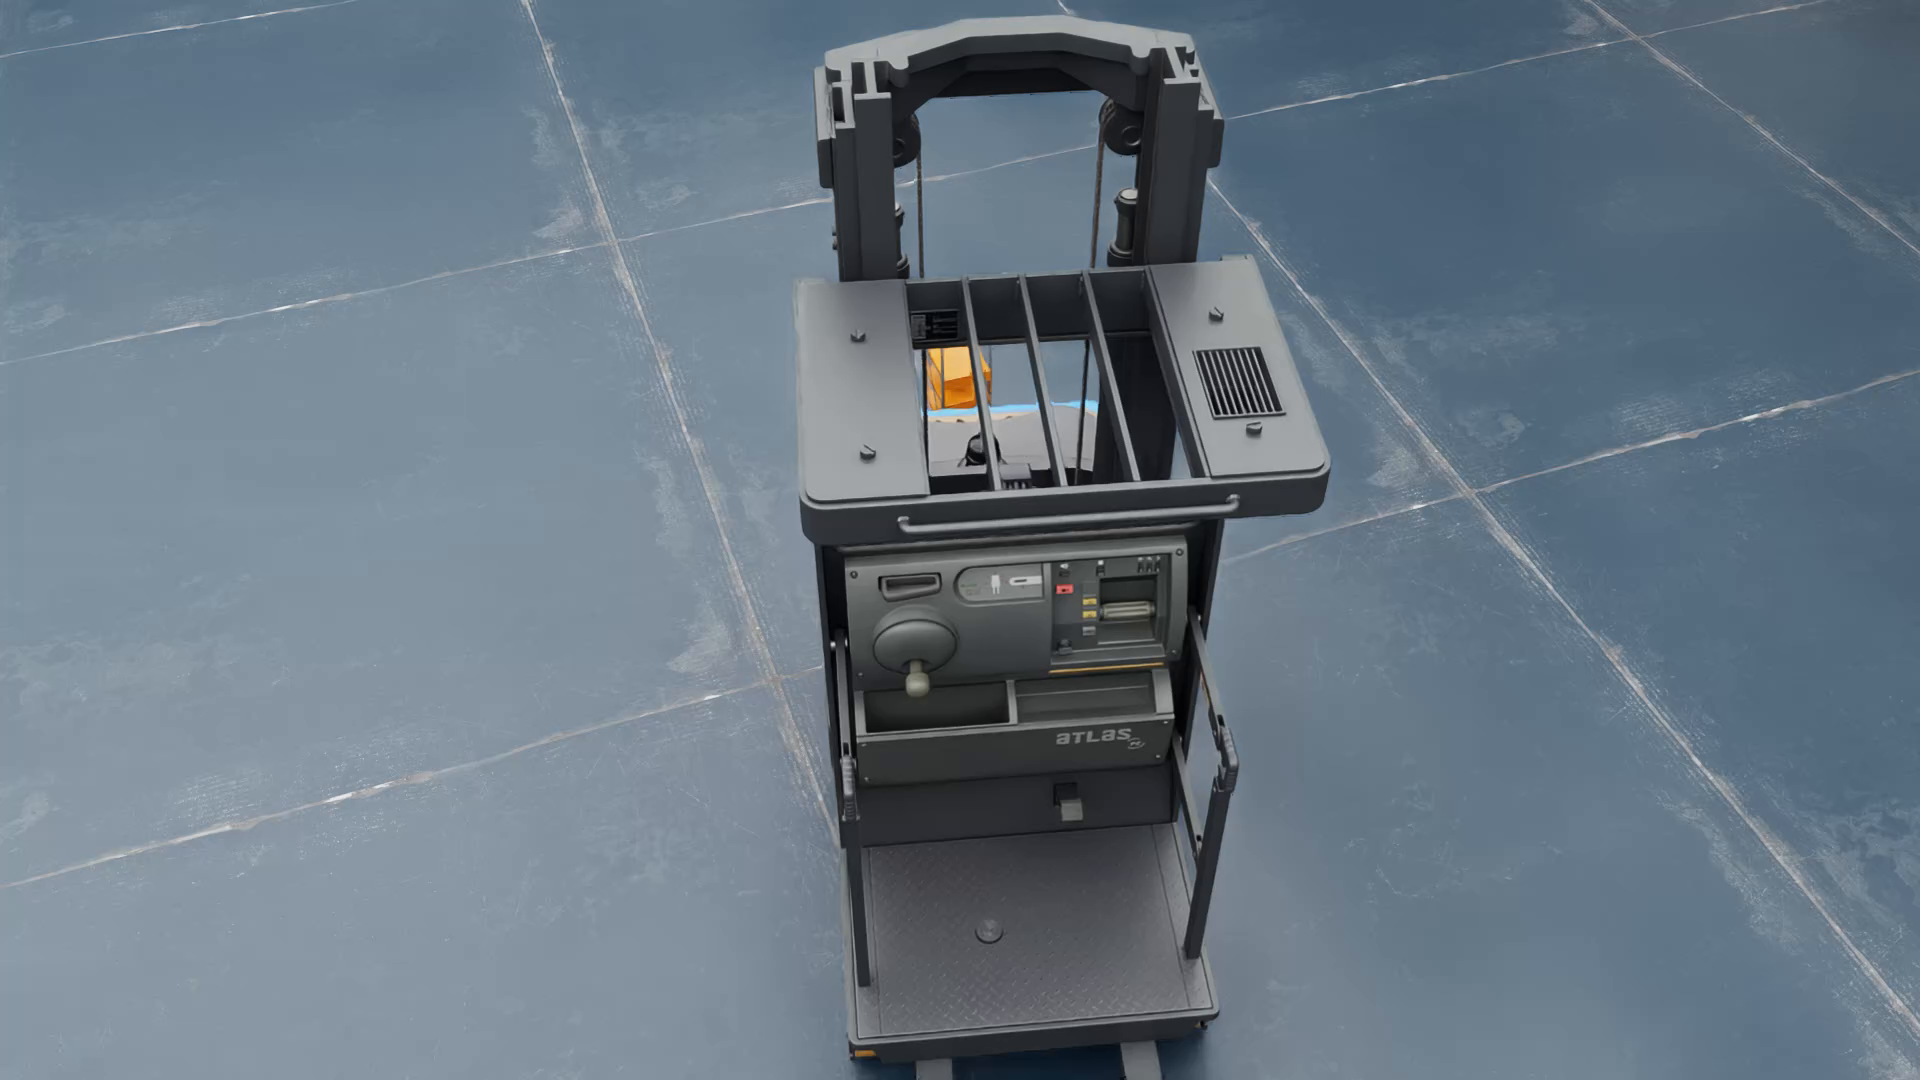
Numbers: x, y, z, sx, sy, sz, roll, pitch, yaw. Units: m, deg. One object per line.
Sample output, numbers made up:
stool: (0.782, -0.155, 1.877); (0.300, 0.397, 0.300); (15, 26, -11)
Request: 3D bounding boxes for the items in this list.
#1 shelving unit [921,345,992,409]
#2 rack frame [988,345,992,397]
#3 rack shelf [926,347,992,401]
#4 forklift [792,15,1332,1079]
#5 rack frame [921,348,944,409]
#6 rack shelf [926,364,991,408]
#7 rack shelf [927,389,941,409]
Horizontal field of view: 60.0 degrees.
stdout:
shelving unit: (-0.014, -0.420, 6.322); (0.189, 1.200, 0.258); (-14, 47, -14)
rack frame: (0.072, -0.442, 6.343); (0.006, 1.200, 0.240); (-14, 47, -14)
rack shelf: (-0.014, -0.643, 6.098); (0.180, 0.103, 0.258); (-14, 47, -14)
forklift: (0.180, 0.303, 4.379); (1.130, 2.935, 3.031); (-4, 45, -4)
rack frame: (-0.100, -0.398, 6.300); (0.006, 1.200, 0.240); (-14, 47, -14)
rack shelf: (-0.014, -0.558, 6.183); (0.180, 0.103, 0.258); (-14, 47, -14)
rack shelf: (-0.014, -0.473, 6.268); (0.180, 0.103, 0.258); (-14, 47, -14)
